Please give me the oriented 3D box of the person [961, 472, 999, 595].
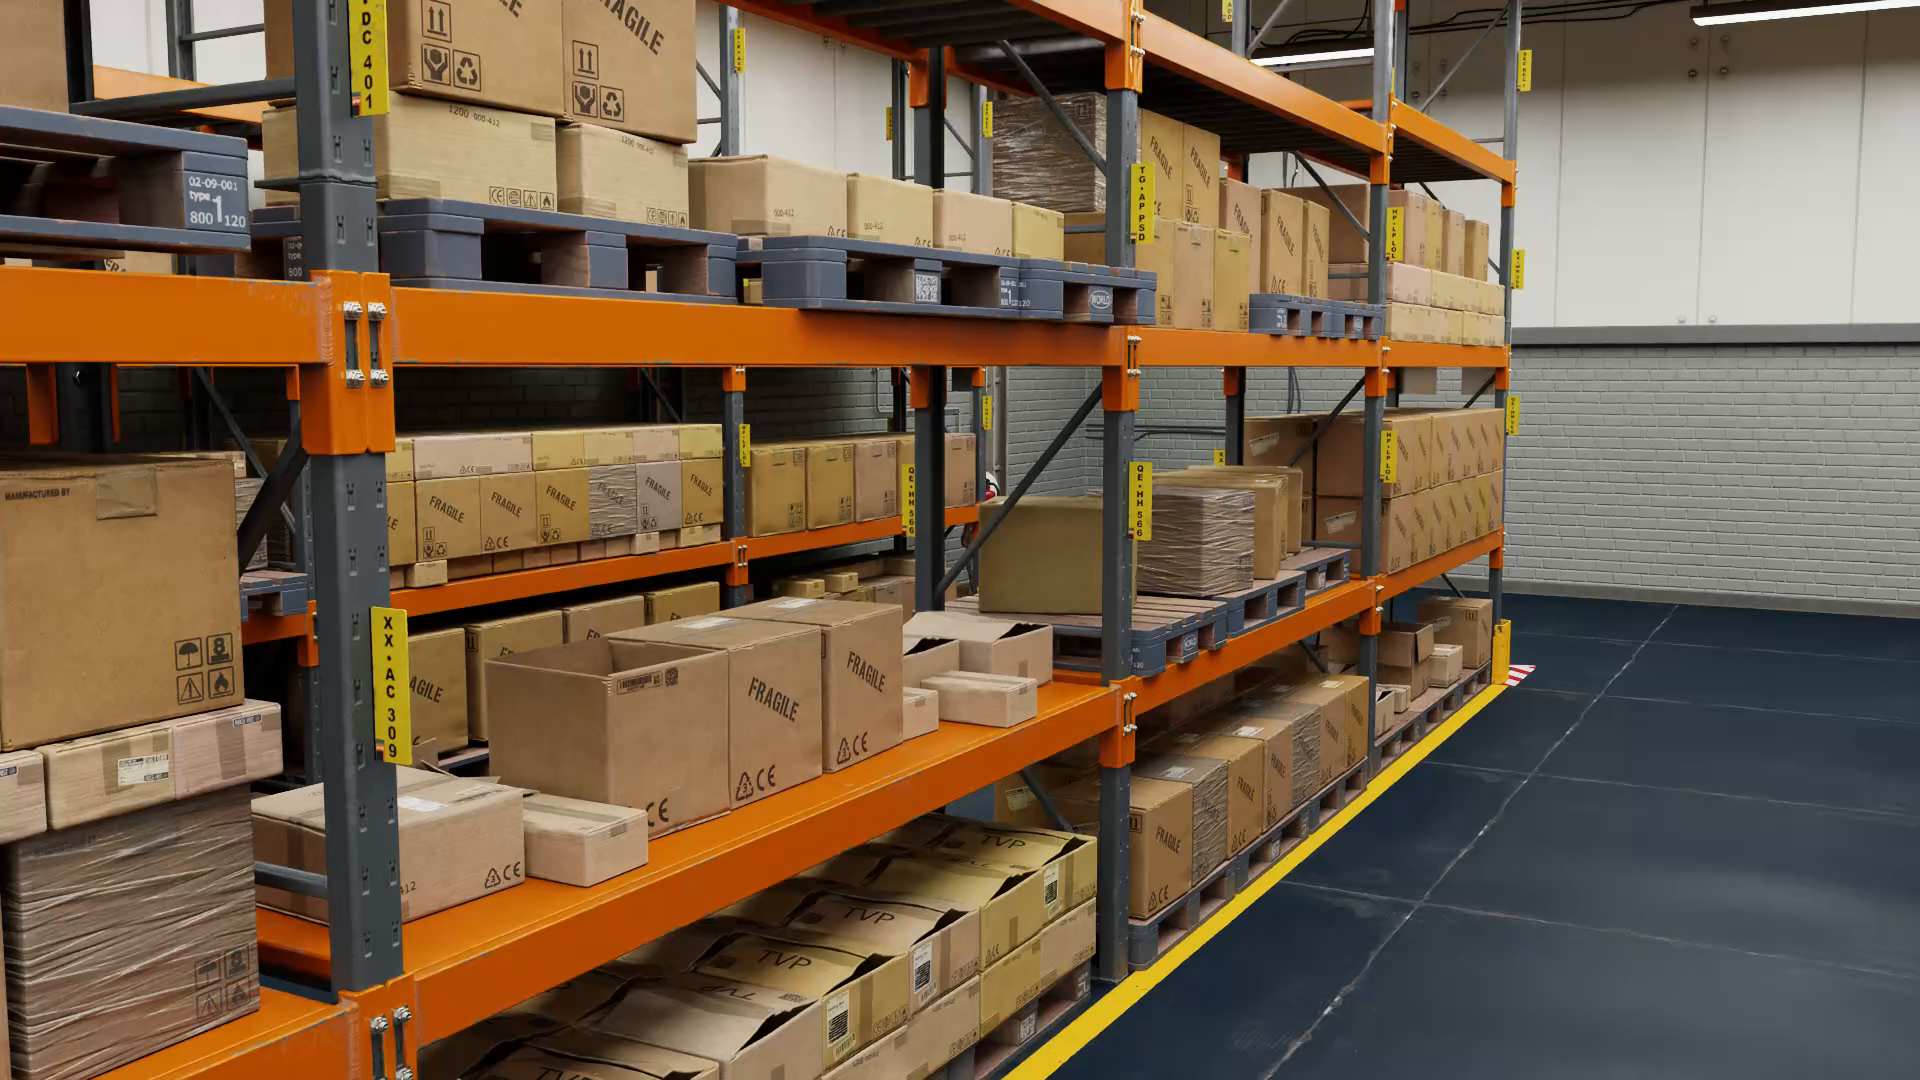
[{"bbox_3d":[0.201,-0.112,18.129,0.459,1.761,0.626,3,7,28],"label":"person"}]
